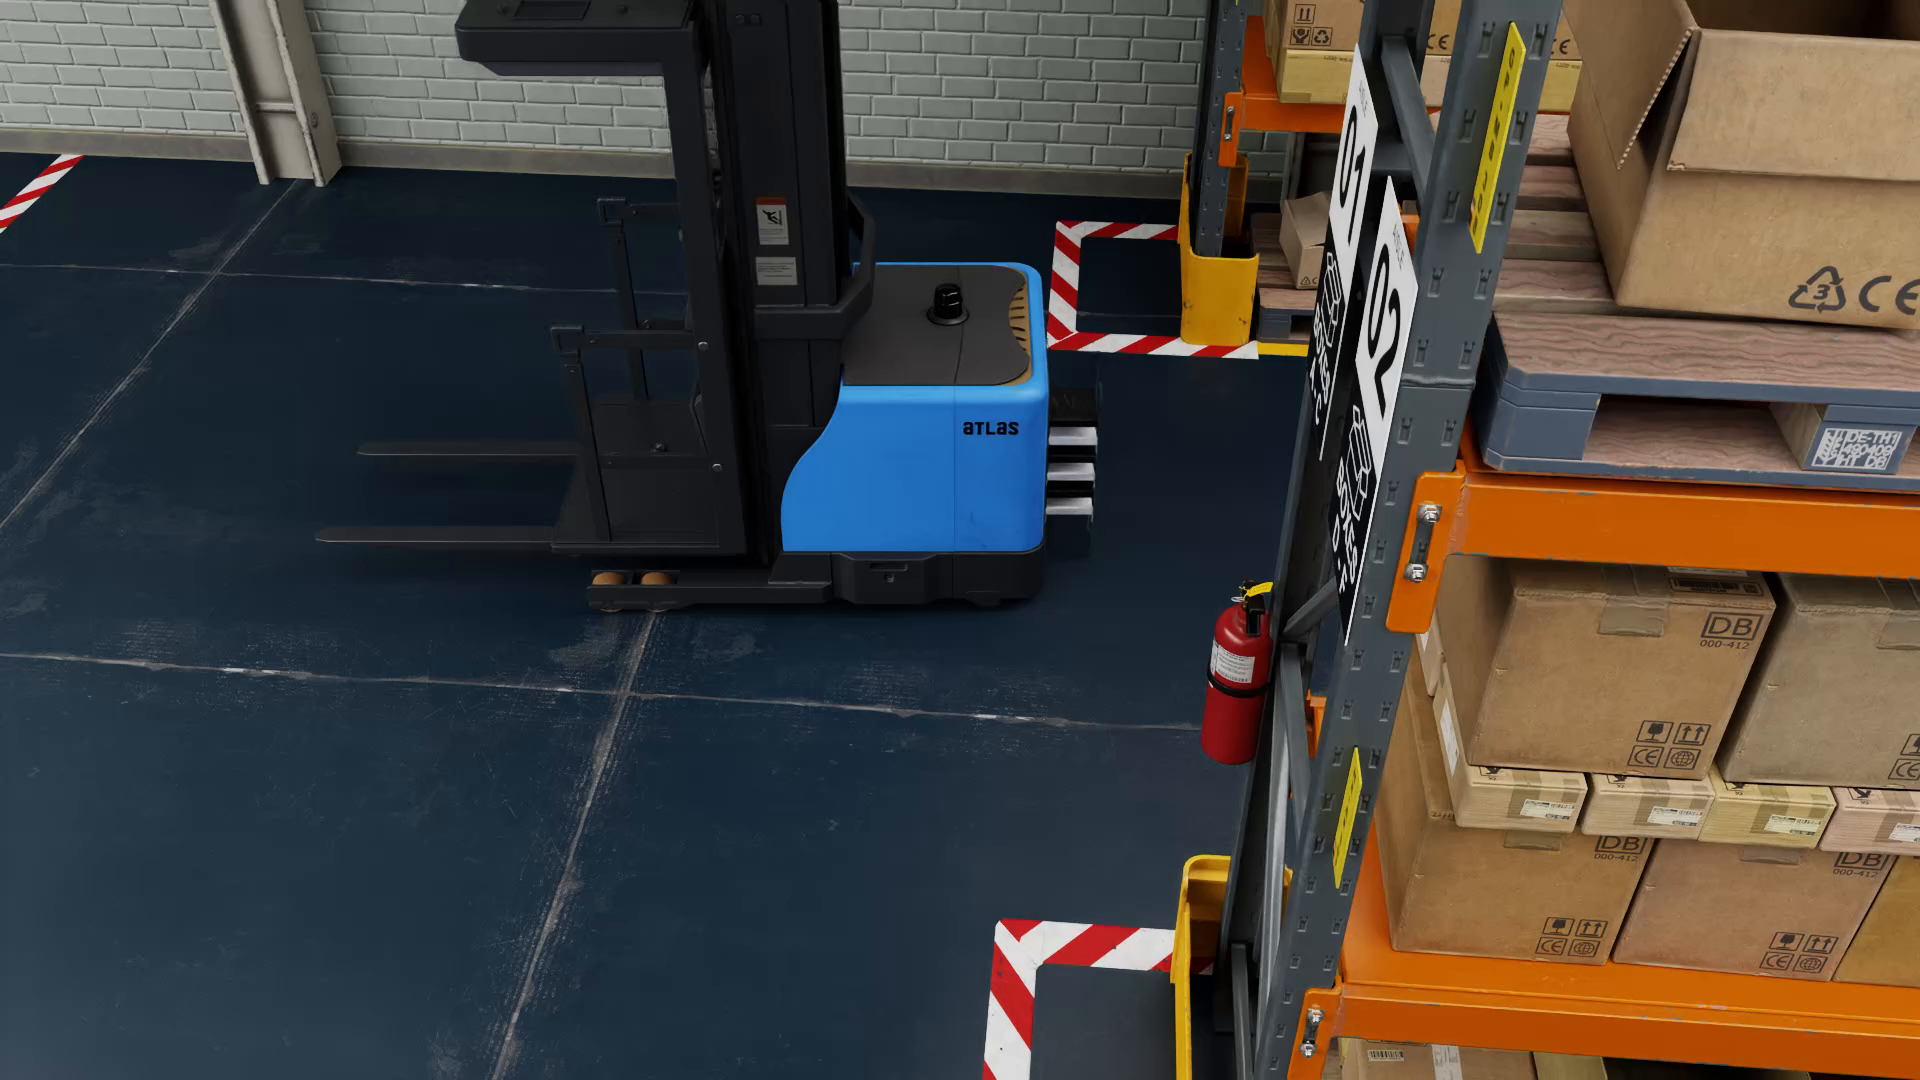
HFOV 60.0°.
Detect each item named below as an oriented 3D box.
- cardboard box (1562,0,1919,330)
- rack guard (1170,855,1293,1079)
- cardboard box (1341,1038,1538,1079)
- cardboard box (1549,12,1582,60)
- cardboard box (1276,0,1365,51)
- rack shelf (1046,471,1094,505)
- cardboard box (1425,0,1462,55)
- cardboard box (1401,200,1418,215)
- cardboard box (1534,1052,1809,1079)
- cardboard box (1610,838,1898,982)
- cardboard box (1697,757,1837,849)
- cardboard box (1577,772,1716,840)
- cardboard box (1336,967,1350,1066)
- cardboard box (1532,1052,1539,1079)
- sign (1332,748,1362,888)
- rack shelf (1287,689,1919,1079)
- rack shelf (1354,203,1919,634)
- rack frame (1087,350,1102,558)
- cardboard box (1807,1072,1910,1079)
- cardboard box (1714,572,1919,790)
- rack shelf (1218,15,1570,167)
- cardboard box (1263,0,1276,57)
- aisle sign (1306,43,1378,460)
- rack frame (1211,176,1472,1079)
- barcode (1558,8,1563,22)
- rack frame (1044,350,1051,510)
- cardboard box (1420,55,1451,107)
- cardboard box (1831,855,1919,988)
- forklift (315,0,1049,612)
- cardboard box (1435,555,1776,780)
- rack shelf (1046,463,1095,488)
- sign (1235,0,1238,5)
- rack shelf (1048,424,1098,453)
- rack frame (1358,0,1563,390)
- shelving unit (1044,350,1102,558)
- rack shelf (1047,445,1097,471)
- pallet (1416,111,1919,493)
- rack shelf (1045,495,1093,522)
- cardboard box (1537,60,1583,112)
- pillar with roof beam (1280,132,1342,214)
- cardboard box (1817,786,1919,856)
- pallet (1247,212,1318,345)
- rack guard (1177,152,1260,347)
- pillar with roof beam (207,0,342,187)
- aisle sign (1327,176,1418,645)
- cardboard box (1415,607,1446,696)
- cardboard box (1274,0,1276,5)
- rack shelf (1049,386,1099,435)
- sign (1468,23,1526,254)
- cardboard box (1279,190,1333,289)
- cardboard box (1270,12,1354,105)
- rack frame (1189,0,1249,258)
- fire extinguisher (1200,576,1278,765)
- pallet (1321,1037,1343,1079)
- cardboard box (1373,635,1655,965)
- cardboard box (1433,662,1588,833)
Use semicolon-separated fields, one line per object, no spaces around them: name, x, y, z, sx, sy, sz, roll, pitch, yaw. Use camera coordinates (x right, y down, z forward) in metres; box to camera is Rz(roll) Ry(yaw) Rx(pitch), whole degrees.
cardboard box;1.421;-0.795;2.949;0.637;0.503;0.797;6;39;7
rack guard;0.825;1.560;4.937;0.348;0.500;1.175;3;39;4
cardboard box;1.364;1.665;4.674;0.500;0.250;0.500;3;39;4
cardboard box;2.728;-2.484;7.434;0.500;0.500;0.500;2;39;2
cardboard box;1.722;-2.549;7.515;0.500;0.500;0.500;3;39;4
rack shelf;0.460;-0.253;7.043;0.200;0.077;0.258;0;39;0
cardboard box;2.214;-2.516;7.474;0.500;0.500;0.500;3;39;4
cardboard box;2.522;-1.526;8.530;0.500;0.311;0.500;6;40;8
cardboard box;1.862;1.400;4.406;0.500;0.500;0.500;3;39;4
cardboard box;1.836;0.612;4.043;0.500;0.500;0.700;4;39;5
cardboard box;1.733;0.486;3.684;0.250;0.149;0.380;3;39;4
cardboard box;1.485;0.471;3.702;0.250;0.149;0.380;2;39;3
cardboard box;1.409;1.339;5.075;0.500;0.250;0.500;3;39;4
cardboard box;1.862;1.689;4.644;0.500;0.250;0.500;3;39;4
sign;0.795;0.574;3.420;0.005;0.325;0.100;3;39;4
rack shelf;2.841;0.980;4.240;4.000;0.370;1.077;3;39;4
rack shelf;2.841;-0.183;3.293;4.000;0.370;1.077;3;39;4
rack frame;0.562;-0.348;6.965;0.006;0.900;0.240;0;39;0
cardboard box;2.362;1.419;4.382;0.500;0.500;0.500;3;39;4
cardboard box;1.890;0.112;3.630;0.500;0.500;0.700;2;39;3
rack shelf;3.265;-2.136;8.068;4.000;0.370;1.077;3;39;4
cardboard box;1.755;-2.570;8.134;0.500;0.250;0.500;4;39;4
aisle sign;0.809;-0.605;3.557;0.004;0.787;0.394;3;39;4
rack frame;0.849;0.592;4.147;0.127;3.000;1.000;3;39;4
barcode;1.191;-1.083;3.369;0.075;0.075;0.001;3;39;4
rack frame;0.358;-0.349;6.966;0.006;0.900;0.240;0;39;0
cardboard box;2.250;-2.228;7.714;0.500;0.250;0.500;2;39;2
cardboard box;2.331;0.643;4.005;0.500;0.500;0.700;3;39;4
forklift;-1.163;-1.174;6.370;3.031;2.935;1.130;0;39;0
cardboard box;1.366;0.086;3.661;0.500;0.500;0.700;3;39;4
rack shelf;0.460;-0.323;6.986;0.200;0.077;0.258;0;39;0
sign;1.226;-2.518;7.282;0.005;0.325;0.100;3;39;4
rack shelf;0.460;-0.462;6.873;0.200;0.077;0.258;0;39;0
rack frame;0.849;-1.735;2.253;0.127;3.000;1.000;3;39;4
shelving unit;0.460;-0.349;6.965;0.210;0.900;0.258;0;39;0
rack shelf;0.460;-0.393;6.930;0.200;0.077;0.258;0;39;0
pallet;1.551;-0.482;3.160;1.213;0.211;1.003;3;39;4
rack shelf;0.460;-0.183;7.100;0.200;0.077;0.258;0;39;0
cardboard box;2.757;-2.196;7.675;0.500;0.250;0.500;3;39;3
pillar with roof beam;1.673;-2.649;3.376;0.400;9.000;9.100;3;39;4
cardboard box;1.984;0.501;3.666;0.250;0.149;0.380;3;39;3
pallet;2.155;-1.372;8.768;1.213;0.211;1.003;3;39;4
rack guard;1.348;-1.550;8.758;0.348;0.500;1.175;3;39;4
pillar with roof beam;-4.304;-2.976;3.777;0.400;9.000;9.100;3;39;4
aisle sign;0.757;-0.227;3.094;0.004;0.787;0.394;3;39;4
cardboard box;1.246;0.203;4.032;0.250;0.149;0.380;3;39;3
cardboard box;1.761;-2.872;7.911;0.500;0.500;0.500;3;39;3
rack shelf;0.460;-0.532;6.816;0.200;0.077;0.258;0;39;0
sign;0.795;-0.592;2.470;0.005;0.325;0.100;3;39;4
cardboard box;1.954;-1.557;8.569;0.500;0.311;0.500;-1;39;-1
cardboard box;1.731;-2.247;7.738;0.500;0.250;0.500;2;39;3
rack frame;1.273;-2.524;7.974;0.127;3.000;1.000;3;39;4
fire extinguisher;0.771;0.323;4.538;0.183;0.674;0.296;3;39;4
pallet;1.614;1.689;5.008;1.213;0.211;1.003;3;39;4
cardboard box;1.313;0.587;4.074;0.500;0.500;0.700;3;39;4
cardboard box;1.221;0.458;3.718;0.250;0.149;0.380;3;39;4
